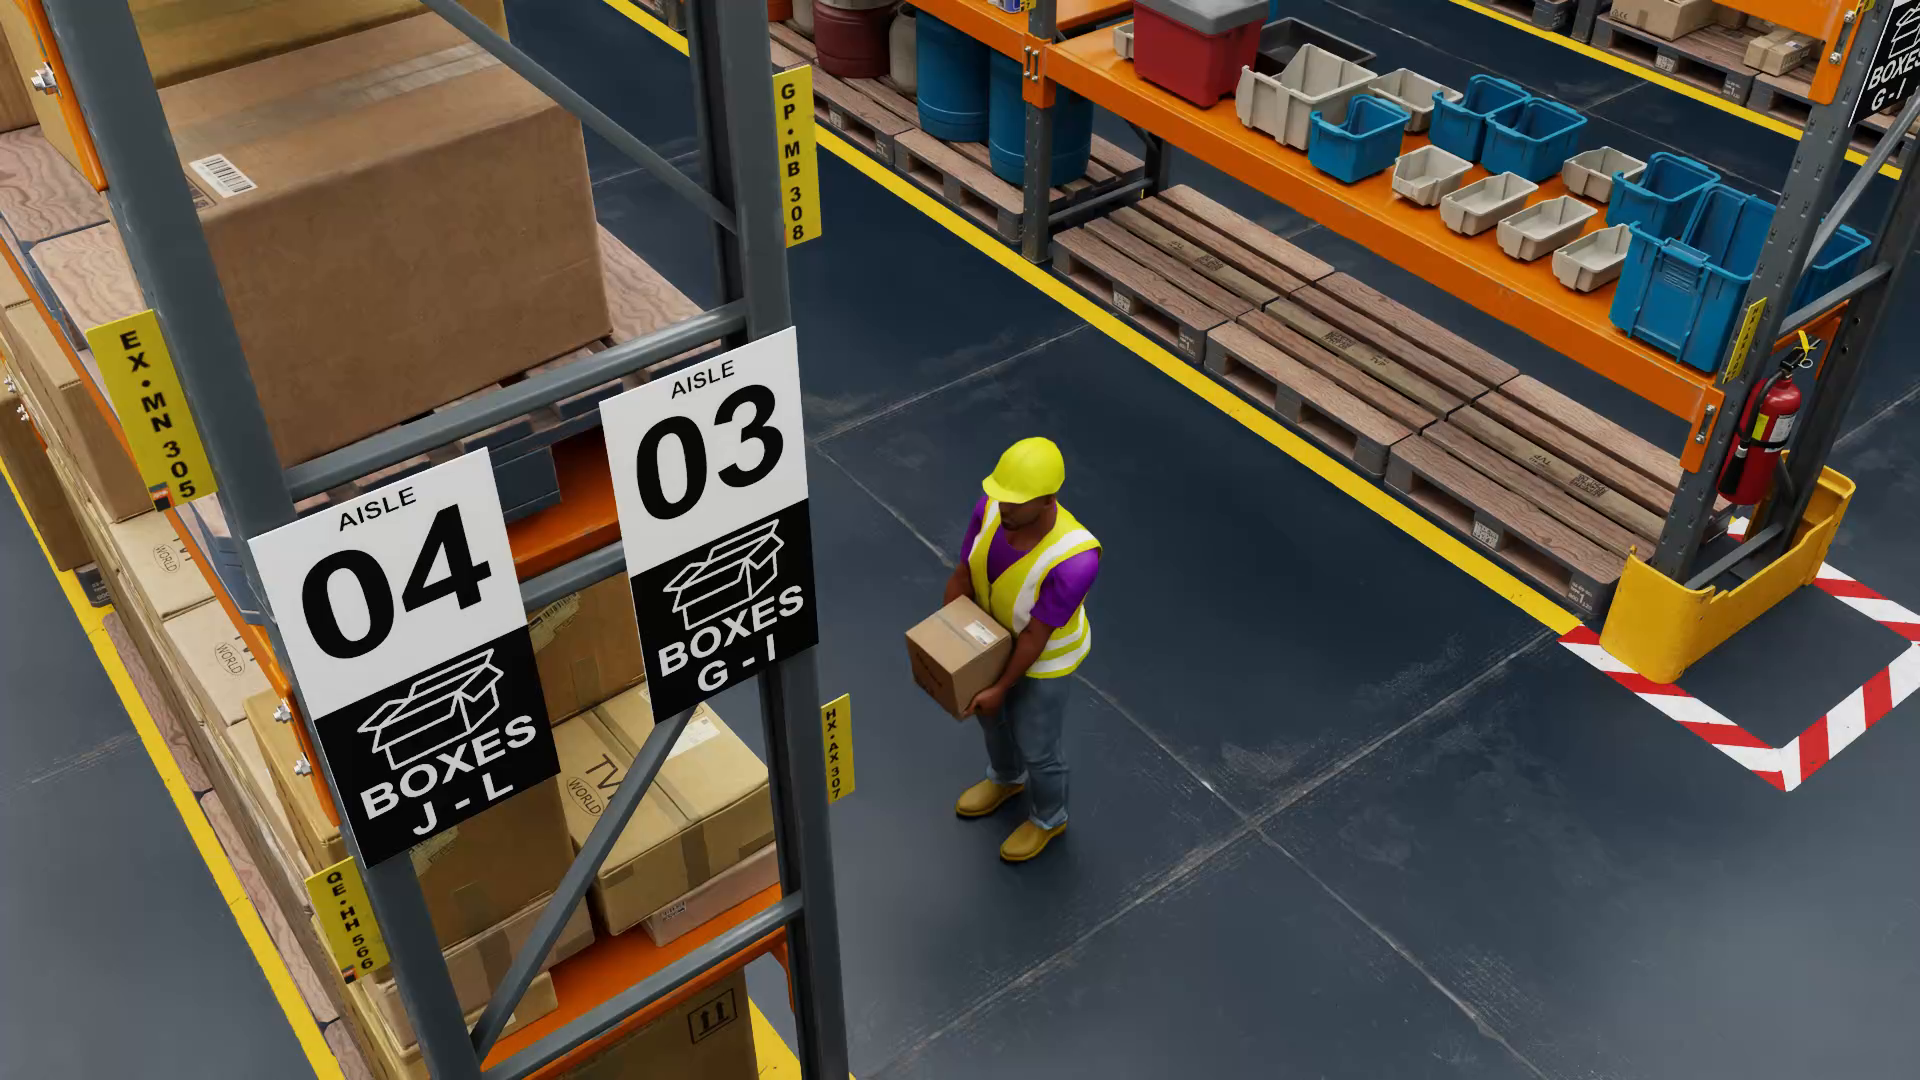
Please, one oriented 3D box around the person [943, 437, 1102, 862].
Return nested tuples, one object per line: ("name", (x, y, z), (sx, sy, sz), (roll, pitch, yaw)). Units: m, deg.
("person", (0.158, 0.408, 5.655), (0.567, 1.762, 0.505), (-27, 47, -28))
